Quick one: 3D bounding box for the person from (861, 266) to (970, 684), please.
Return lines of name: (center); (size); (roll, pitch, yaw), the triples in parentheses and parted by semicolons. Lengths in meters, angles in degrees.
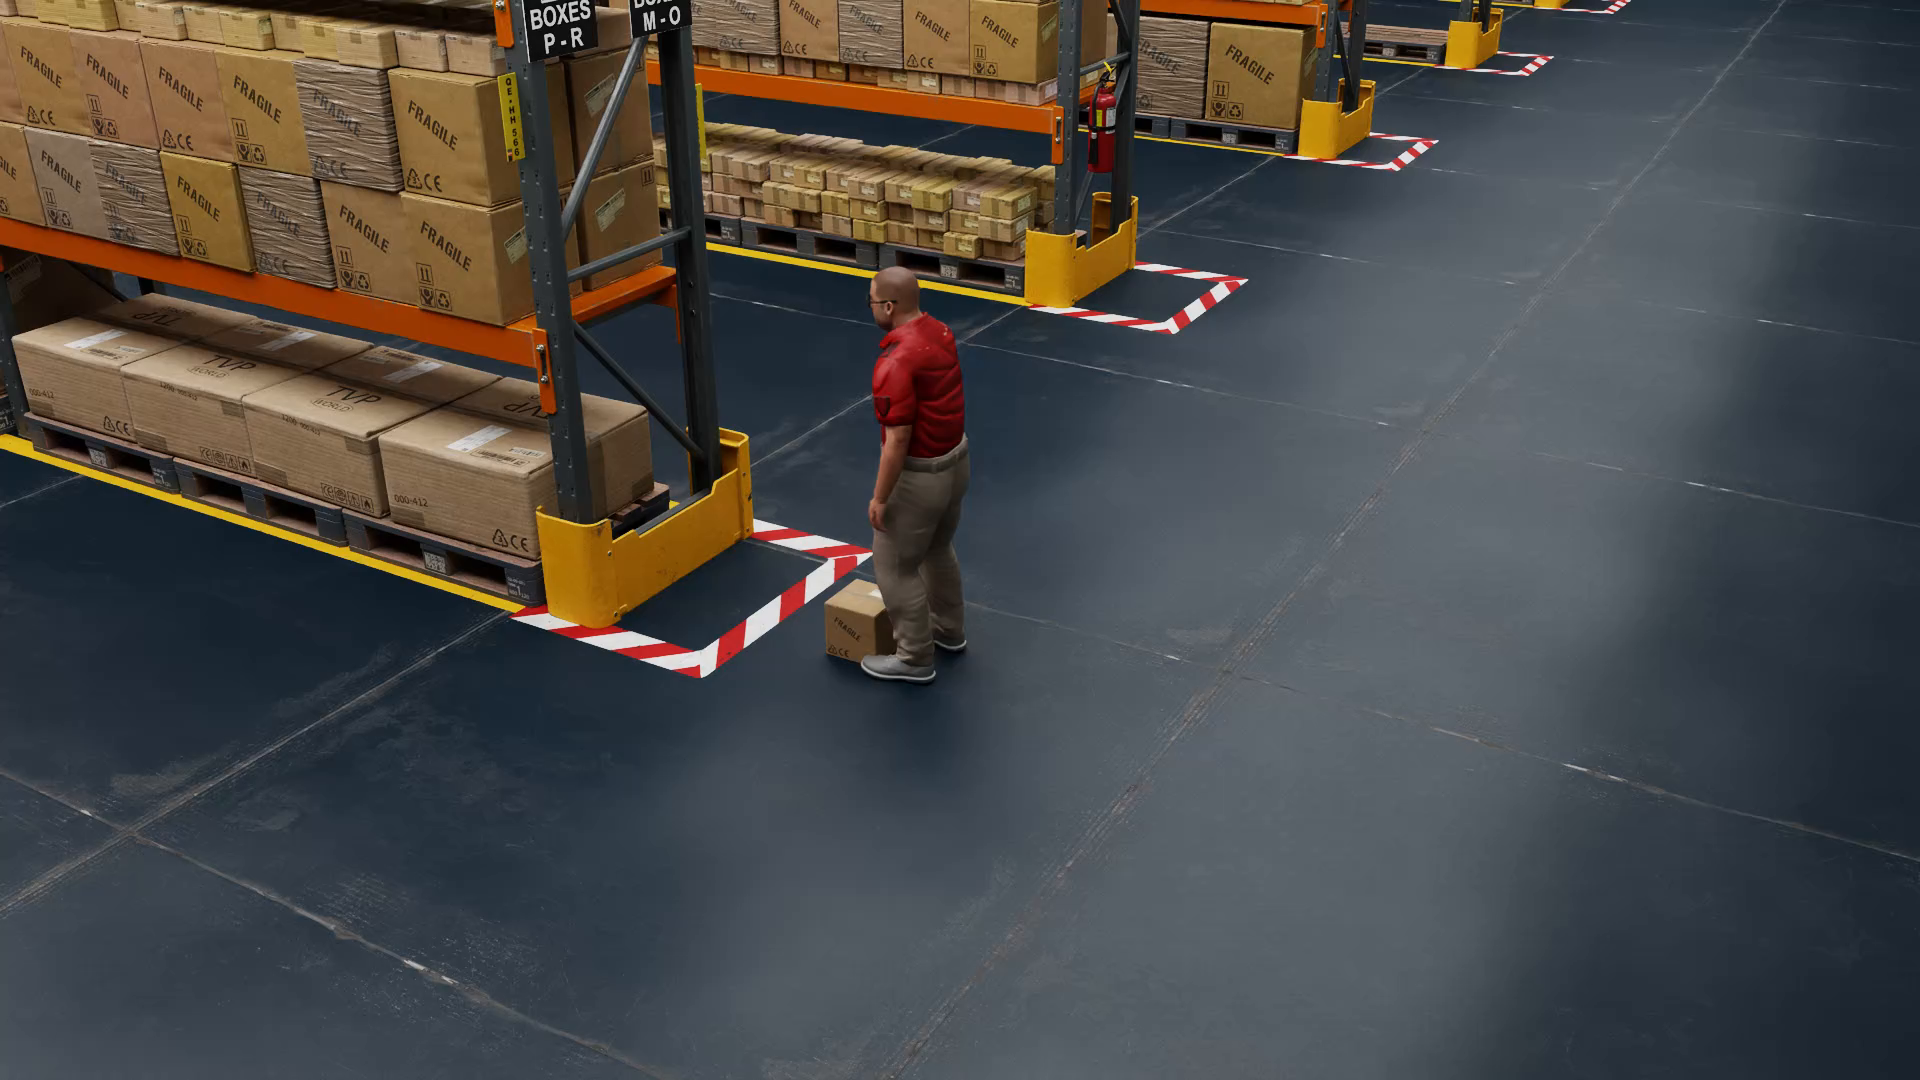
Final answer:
person: (-0.179, -0.254, 6.641); (0.389, 1.727, 0.606); (12, 29, 23)
